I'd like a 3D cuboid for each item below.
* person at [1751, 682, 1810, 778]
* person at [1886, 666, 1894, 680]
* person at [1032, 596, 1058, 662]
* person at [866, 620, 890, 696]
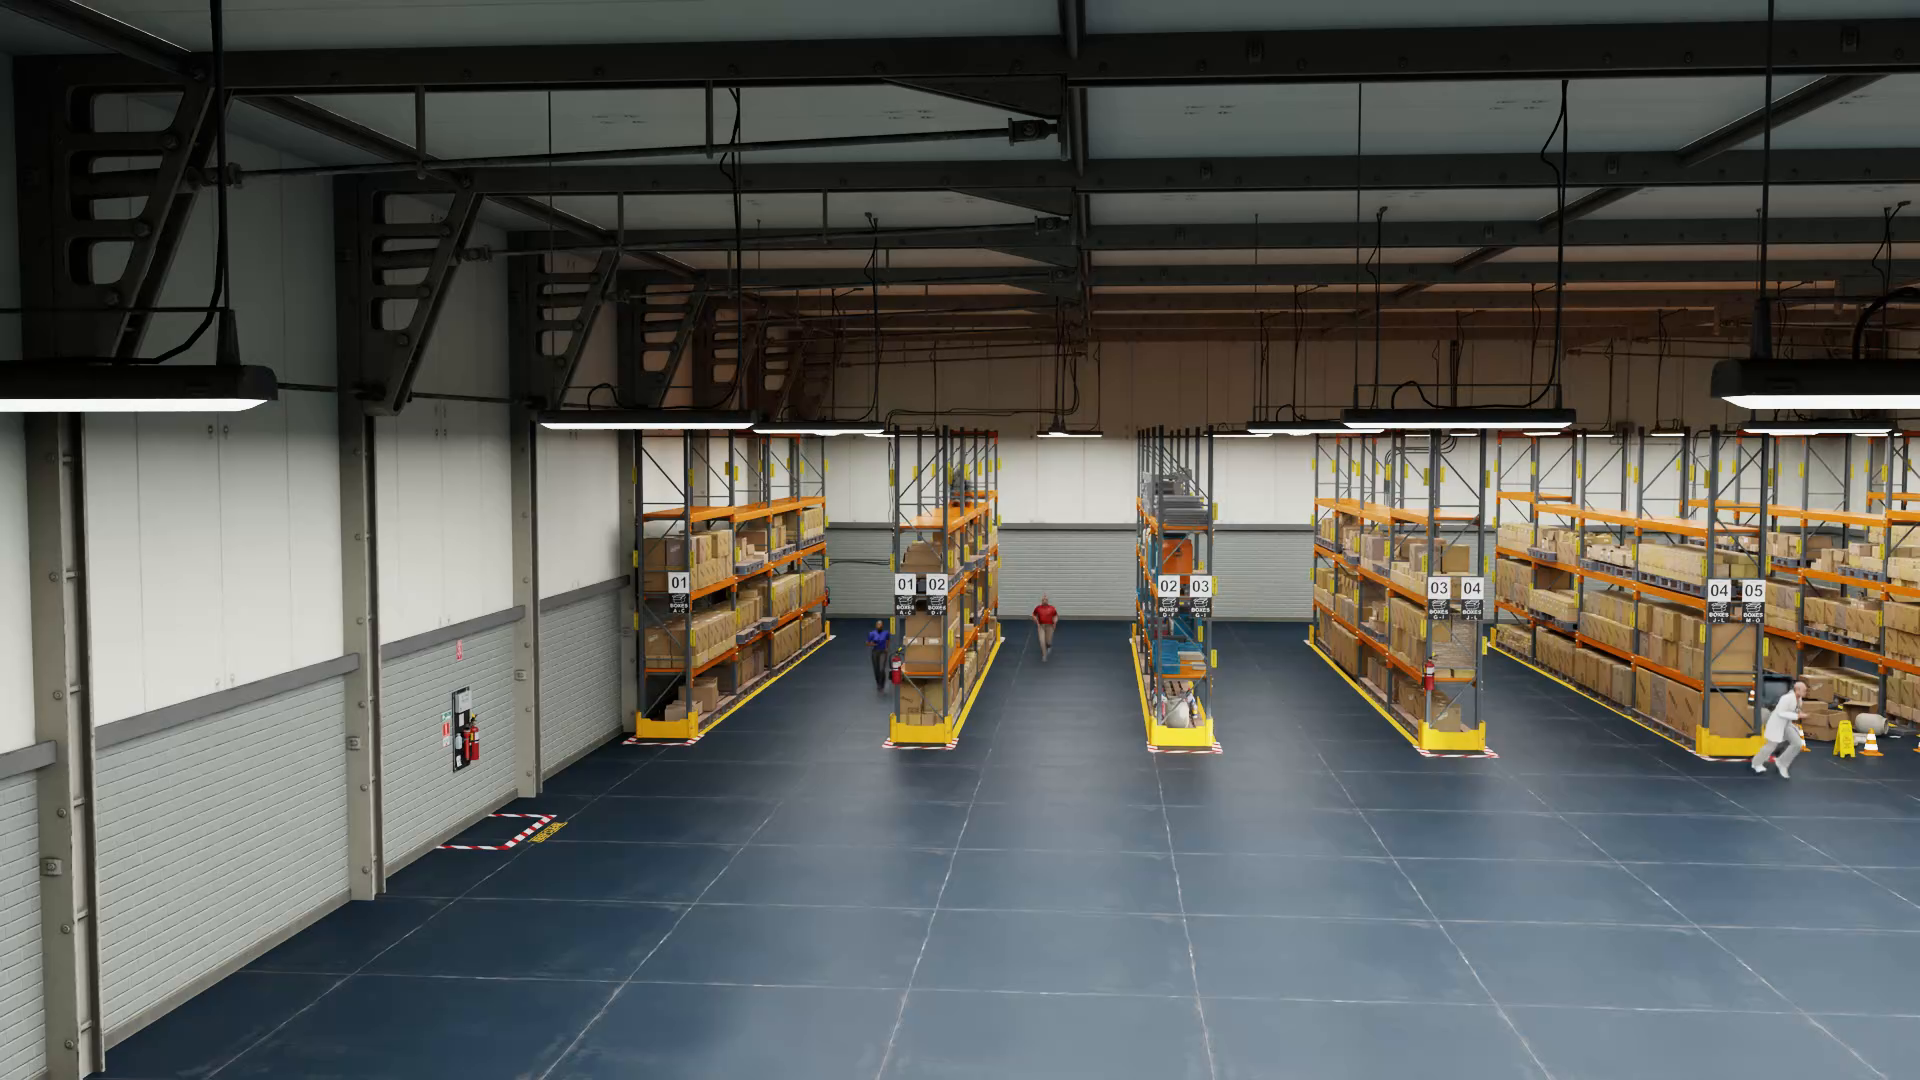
[{"bbox_3d":[13.975,3.216,28.271,0.742,1.691,1.050,-2,4,-33],"label":"person"},{"bbox_3d":[21.308,2.558,37.828,0.692,1.796,0.889,0,3,7],"label":"person"},{"bbox_3d":[2.213,2.294,43.294,0.664,1.689,0.632,0,3,3],"label":"person"},{"bbox_3d":[-1.849,2.646,37.564,0.554,1.706,0.817,0,3,-2],"label":"person"}]
